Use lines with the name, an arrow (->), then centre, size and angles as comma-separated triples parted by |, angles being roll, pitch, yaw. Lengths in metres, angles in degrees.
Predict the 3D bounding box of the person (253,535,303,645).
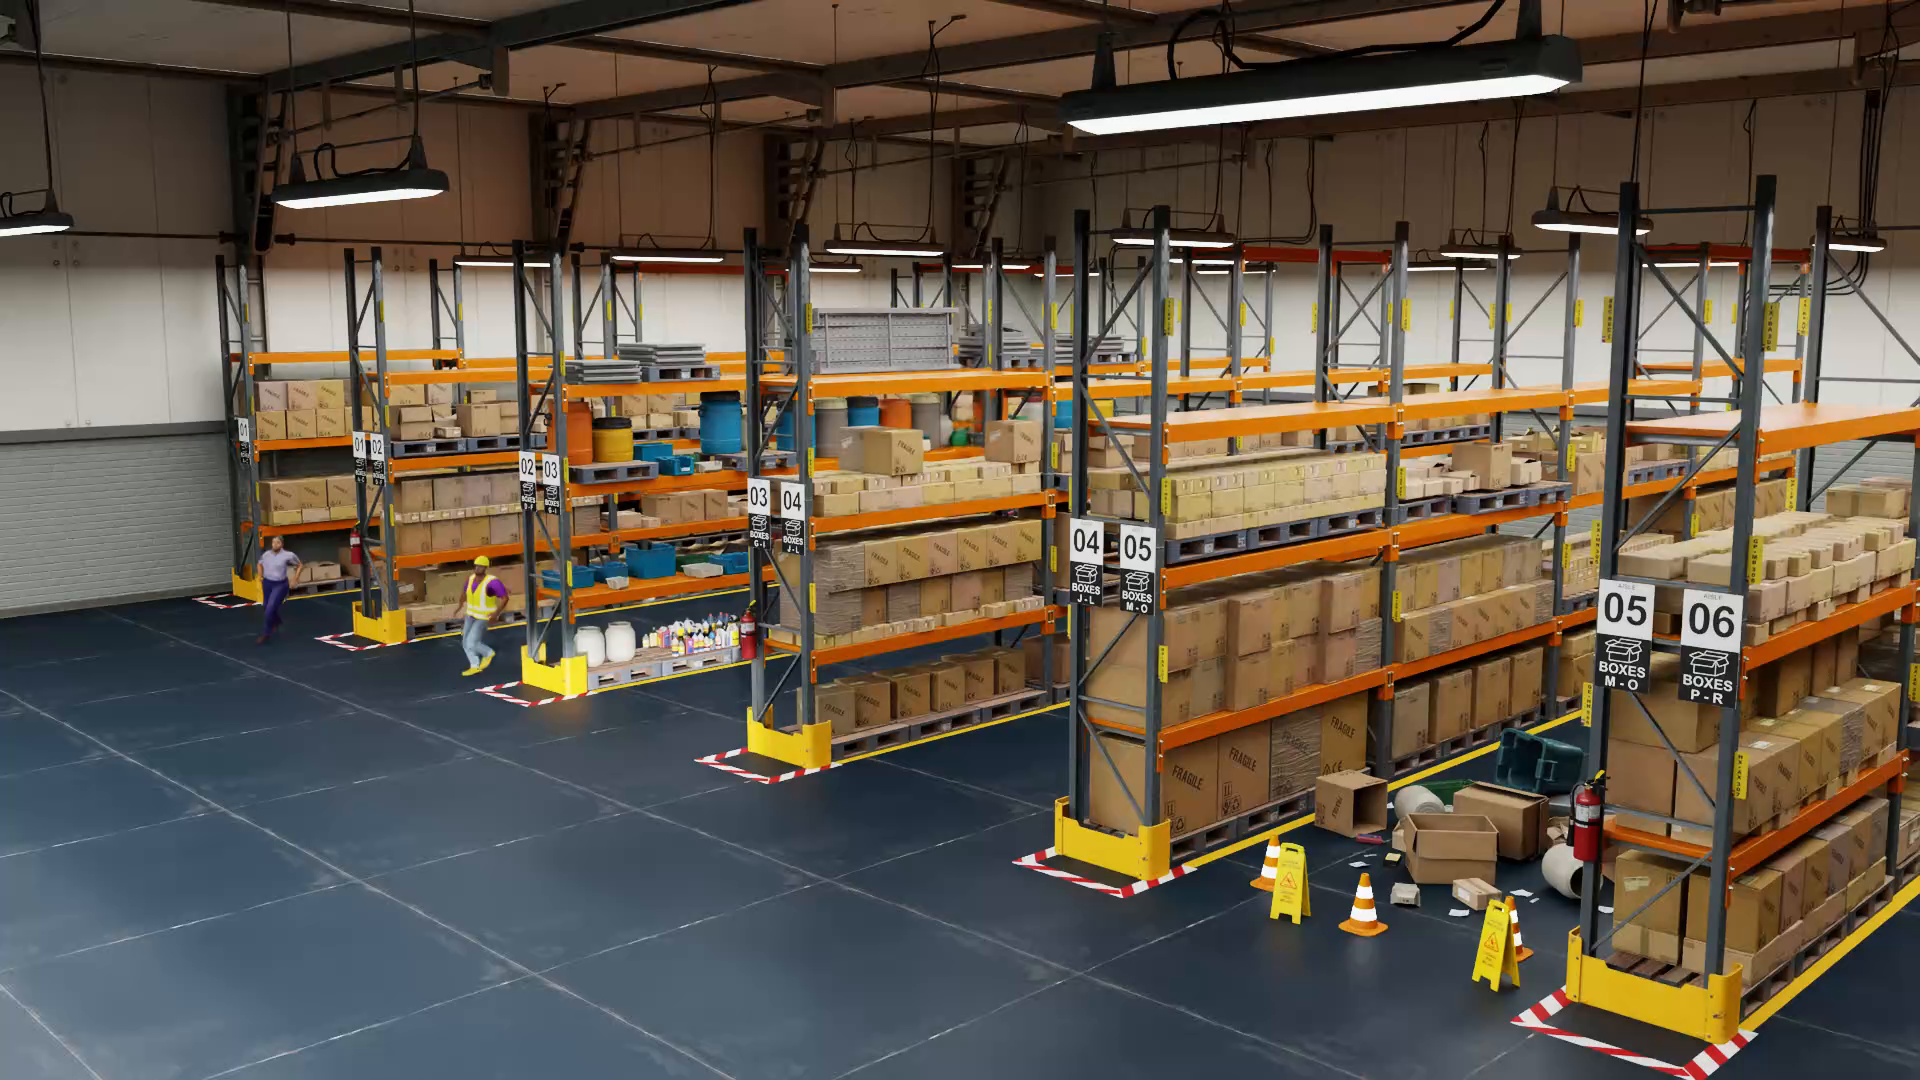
person -> -10.547, 0.777, 25.638 | 0.691, 1.545, 0.925 | 1, 8, 10

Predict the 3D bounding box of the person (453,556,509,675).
person -> -6.686, 1.064, 23.139 | 0.755, 1.698, 0.532 | 5, 9, 30
